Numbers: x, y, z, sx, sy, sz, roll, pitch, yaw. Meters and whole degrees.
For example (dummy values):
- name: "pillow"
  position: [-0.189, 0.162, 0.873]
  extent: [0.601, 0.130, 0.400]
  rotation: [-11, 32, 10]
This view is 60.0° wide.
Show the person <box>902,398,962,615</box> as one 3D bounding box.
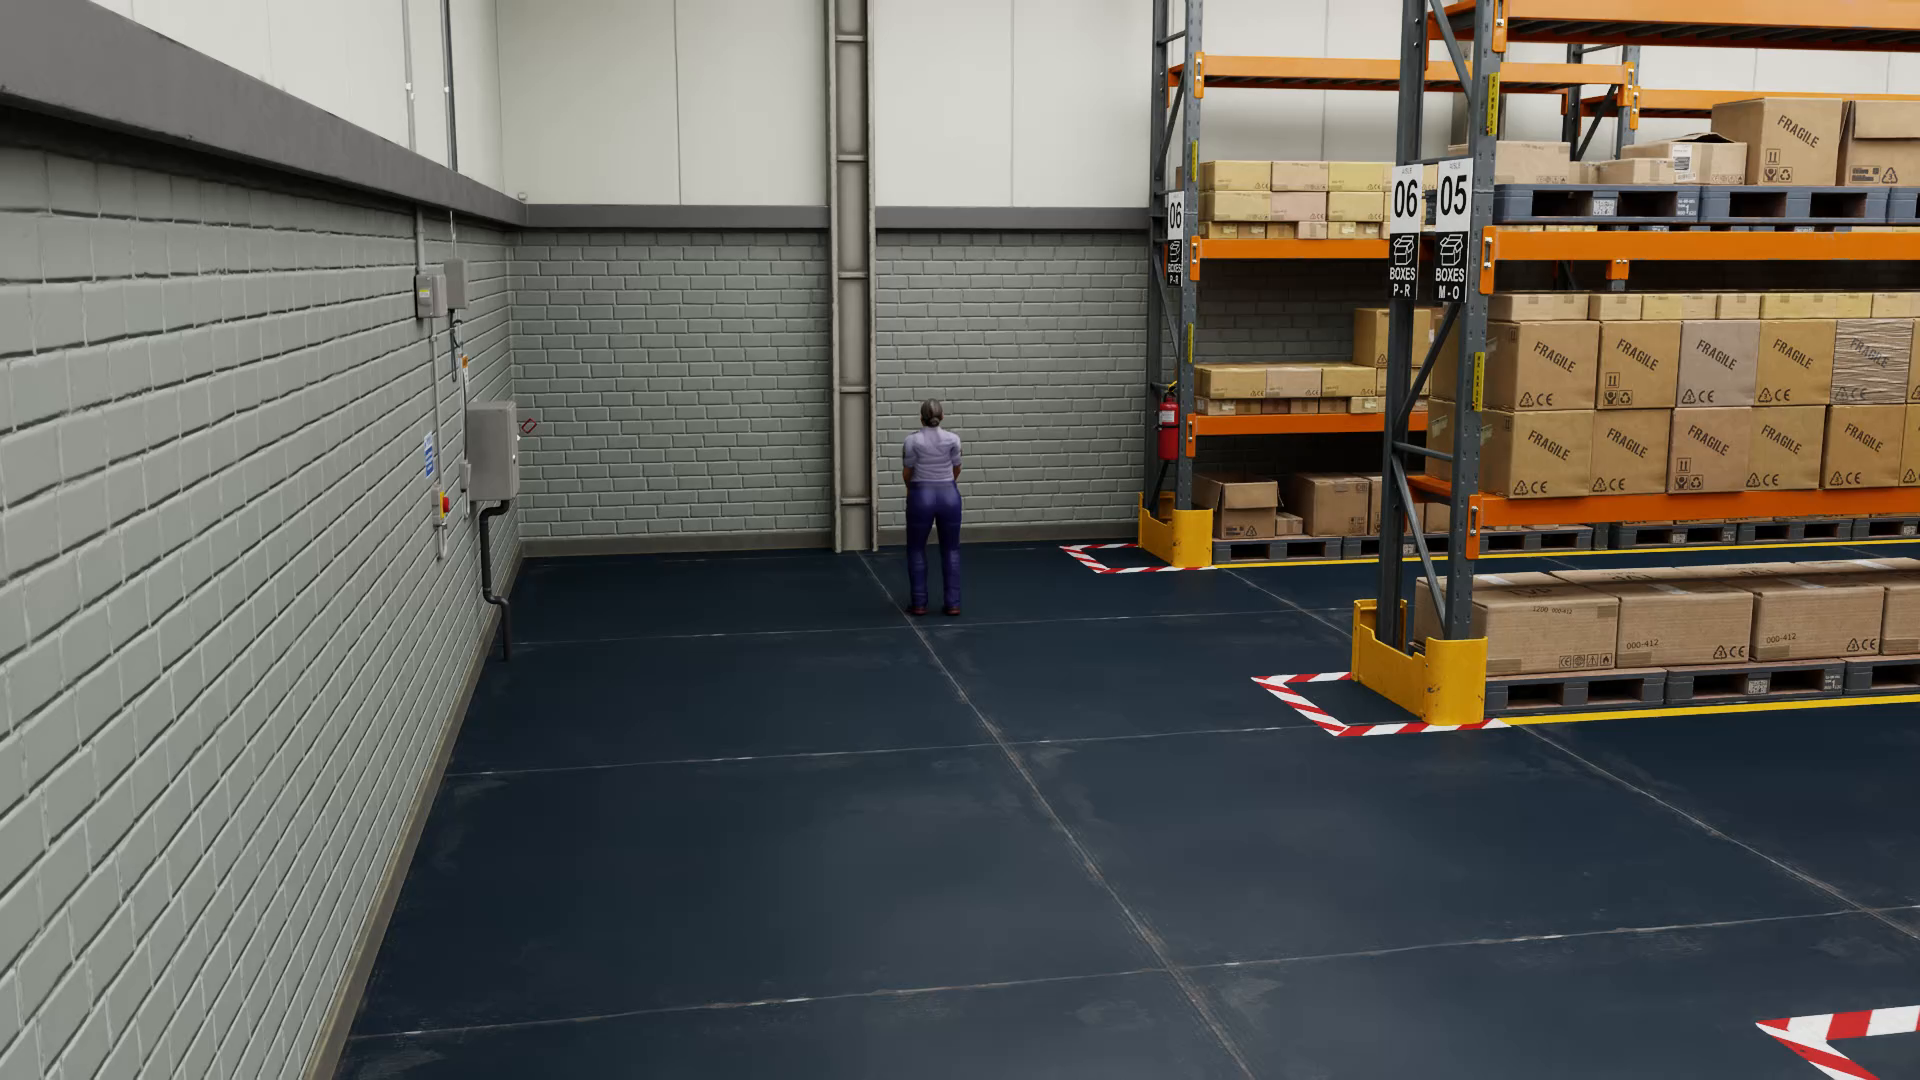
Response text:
- name: "person"
  position: [-0.222, -0.260, 12.486]
  extent: [0.452, 1.634, 0.524]
  rotation: [-2, 10, -10]
